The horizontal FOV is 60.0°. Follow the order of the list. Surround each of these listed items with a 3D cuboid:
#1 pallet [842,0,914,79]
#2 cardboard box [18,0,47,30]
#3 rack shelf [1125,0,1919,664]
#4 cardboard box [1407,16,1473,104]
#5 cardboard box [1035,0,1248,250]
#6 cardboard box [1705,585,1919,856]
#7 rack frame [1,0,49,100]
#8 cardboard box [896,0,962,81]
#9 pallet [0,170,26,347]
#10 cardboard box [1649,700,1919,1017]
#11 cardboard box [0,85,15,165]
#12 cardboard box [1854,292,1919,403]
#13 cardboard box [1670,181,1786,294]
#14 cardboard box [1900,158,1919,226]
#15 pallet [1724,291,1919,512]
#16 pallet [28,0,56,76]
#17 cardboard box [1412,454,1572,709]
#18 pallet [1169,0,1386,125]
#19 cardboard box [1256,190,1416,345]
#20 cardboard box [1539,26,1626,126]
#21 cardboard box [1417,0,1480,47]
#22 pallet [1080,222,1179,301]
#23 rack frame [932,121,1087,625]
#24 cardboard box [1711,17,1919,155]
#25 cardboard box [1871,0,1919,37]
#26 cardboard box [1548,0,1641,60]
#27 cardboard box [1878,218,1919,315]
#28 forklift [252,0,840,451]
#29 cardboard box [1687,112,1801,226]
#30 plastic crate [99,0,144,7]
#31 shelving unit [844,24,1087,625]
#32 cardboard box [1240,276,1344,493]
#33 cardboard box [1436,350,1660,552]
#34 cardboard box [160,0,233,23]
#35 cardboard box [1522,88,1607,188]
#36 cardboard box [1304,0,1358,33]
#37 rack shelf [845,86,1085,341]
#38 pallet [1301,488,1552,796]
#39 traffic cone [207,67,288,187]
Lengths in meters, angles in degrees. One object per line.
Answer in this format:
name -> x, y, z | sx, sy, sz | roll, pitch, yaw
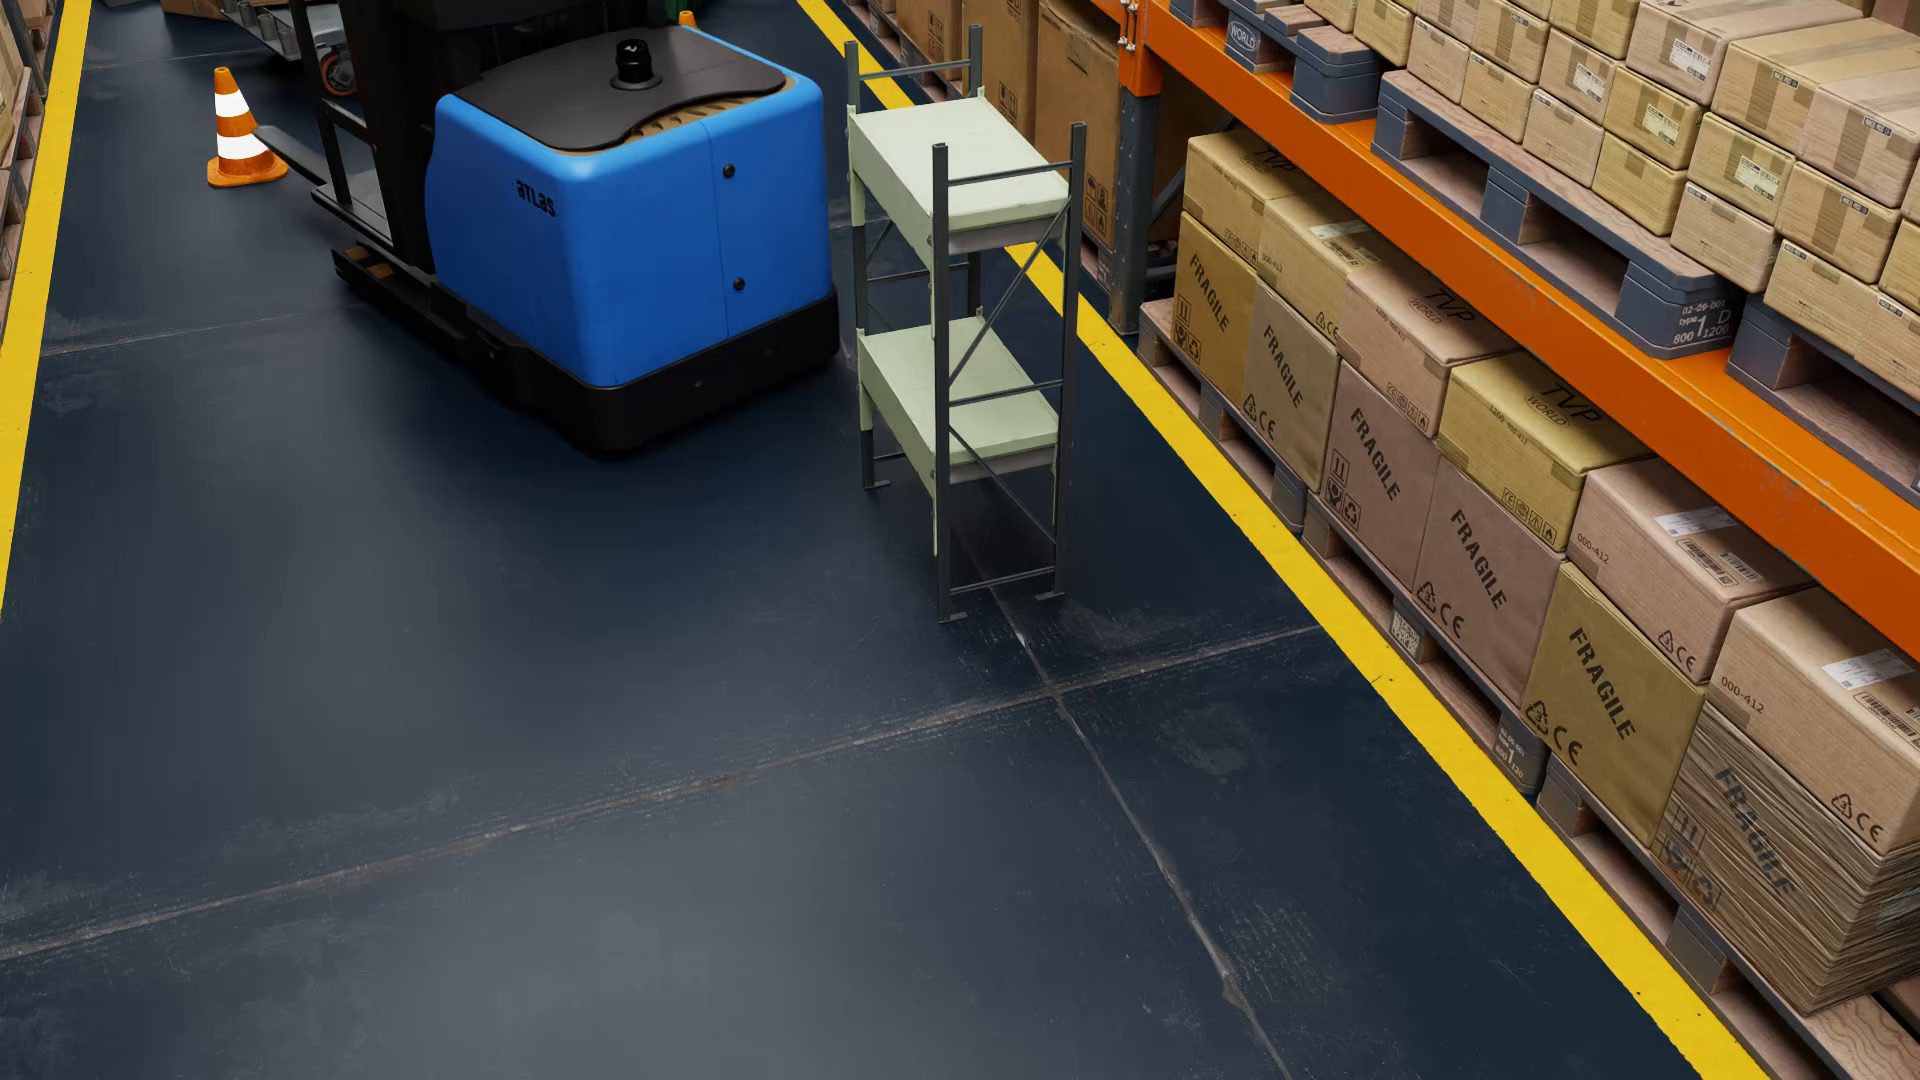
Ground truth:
pallet -> 0.014, -2.821, 8.819 | 1.003, 0.211, 1.213 | -12, 39, -16
cardboard box -> -4.885, -2.731, 8.319 | 0.500, 0.250, 0.500 | -14, 39, -18
rack shelf -> 1.743, -0.678, 4.255 | 1.077, 0.370, 4.000 | -12, 39, -16
cardboard box -> 1.392, -1.262, 4.292 | 0.380, 0.149, 0.250 | -11, 38, -14
cardboard box -> 0.929, -1.727, 6.570 | 1.050, 0.750, 0.750 | -13, 39, -17
cardboard box -> 1.937, 0.327, 3.428 | 0.500, 0.250, 0.500 | -13, 39, -17
rack frame -> -4.935, -3.273, 7.102 | 1.000, 3.000, 0.127 | -12, 39, -16
cardboard box -> 0.304, -2.746, 7.923 | 1.050, 0.750, 0.750 | -12, 39, -16
pallet -> -4.242, -1.029, 6.441 | 1.003, 0.211, 1.213 | -12, 39, -16
cardboard box -> 1.940, 0.629, 3.650 | 0.500, 0.500, 0.500 | -13, 39, -17
cardboard box -> -4.502, -1.690, 6.835 | 0.950, 0.372, 0.625 | -10, 38, -13
cardboard box -> 1.934, -0.374, 3.113 | 0.380, 0.149, 0.250 | -13, 39, -16
cardboard box -> 1.747, -0.672, 3.508 | 0.380, 0.149, 0.250 | -14, 39, -18
cardboard box -> 1.929, -0.625, 2.952 | 0.380, 0.149, 0.250 | -14, 39, -17
pallet -> 2.304, -0.221, 3.209 | 1.003, 0.211, 1.213 | -12, 39, -16
pallet -> -5.199, -2.531, 8.435 | 1.003, 0.211, 1.213 | -12, 39, -16
cardboard box -> 1.591, 0.049, 4.421 | 0.500, 0.500, 0.500 | -13, 39, -17
pallet -> 1.400, -1.638, 5.091 | 1.213, 0.211, 1.003 | -12, 39, -16
cardboard box -> 1.239, -0.838, 4.974 | 0.500, 0.250, 0.500 | -13, 39, -16
cardboard box -> 1.573, -1.088, 3.814 | 0.380, 0.149, 0.250 | -11, 38, -14
cardboard box -> 1.394, -1.380, 4.202 | 0.380, 0.149, 0.250 | -12, 39, -16
pallet -> 0.854, -1.442, 6.989 | 1.003, 0.211, 1.213 | -12, 39, -16
rack frame -> 0.124, -0.396, 4.529 | 0.400, 1.500, 0.023 | -12, 39, -16
cardboard box -> 1.757, -0.913, 3.334 | 0.380, 0.149, 0.250 | -14, 39, -17
cardboard box -> 2.281, -1.188, 3.700 | 0.380, 0.149, 0.250 | -11, 38, -14
cardboard box -> 1.568, -1.215, 3.735 | 0.380, 0.149, 0.250 | -13, 39, -17
cardboard box -> 1.934, -0.495, 3.026 | 0.380, 0.149, 0.250 | -11, 38, -14
forklift -> -1.813, -2.262, 5.817 | 1.130, 2.935, 3.031 | -30, 46, -33
cardboard box -> 1.747, -0.796, 3.426 | 0.380, 0.149, 0.250 | -14, 39, -18
plastic crate -> -4.705, -3.163, 9.383 | 0.402, 0.080, 0.583 | -27, 45, -31
shelving unit -> -0.002, -0.603, 4.804 | 0.431, 1.500, 0.755 | -12, 39, -16
cardboard box -> 1.234, -0.529, 5.187 | 0.500, 0.500, 0.500 | -12, 39, -15
cardboard box -> 1.578, -0.261, 4.209 | 0.500, 0.250, 0.500 | -14, 39, -18
cardboard box -> -4.026, -3.162, 9.031 | 0.500, 0.500, 0.500 | 12, 39, 16
cardboard box -> 1.565, -0.972, 3.907 | 0.380, 0.149, 0.250 | -14, 39, -17
cardboard box -> 1.204, -1.564, 4.693 | 0.380, 0.149, 0.250 | -11, 38, -14
rack shelf -> -0.002, -0.915, 4.569 | 0.431, 0.370, 0.720 | -12, 39, -16
pallet -> 1.738, 0.149, 4.877 | 1.003, 0.211, 1.213 | -12, 39, -16
traffic cone -> -3.194, -1.849, 7.320 | 0.336, 0.463, 0.334 | -12, 39, -16
